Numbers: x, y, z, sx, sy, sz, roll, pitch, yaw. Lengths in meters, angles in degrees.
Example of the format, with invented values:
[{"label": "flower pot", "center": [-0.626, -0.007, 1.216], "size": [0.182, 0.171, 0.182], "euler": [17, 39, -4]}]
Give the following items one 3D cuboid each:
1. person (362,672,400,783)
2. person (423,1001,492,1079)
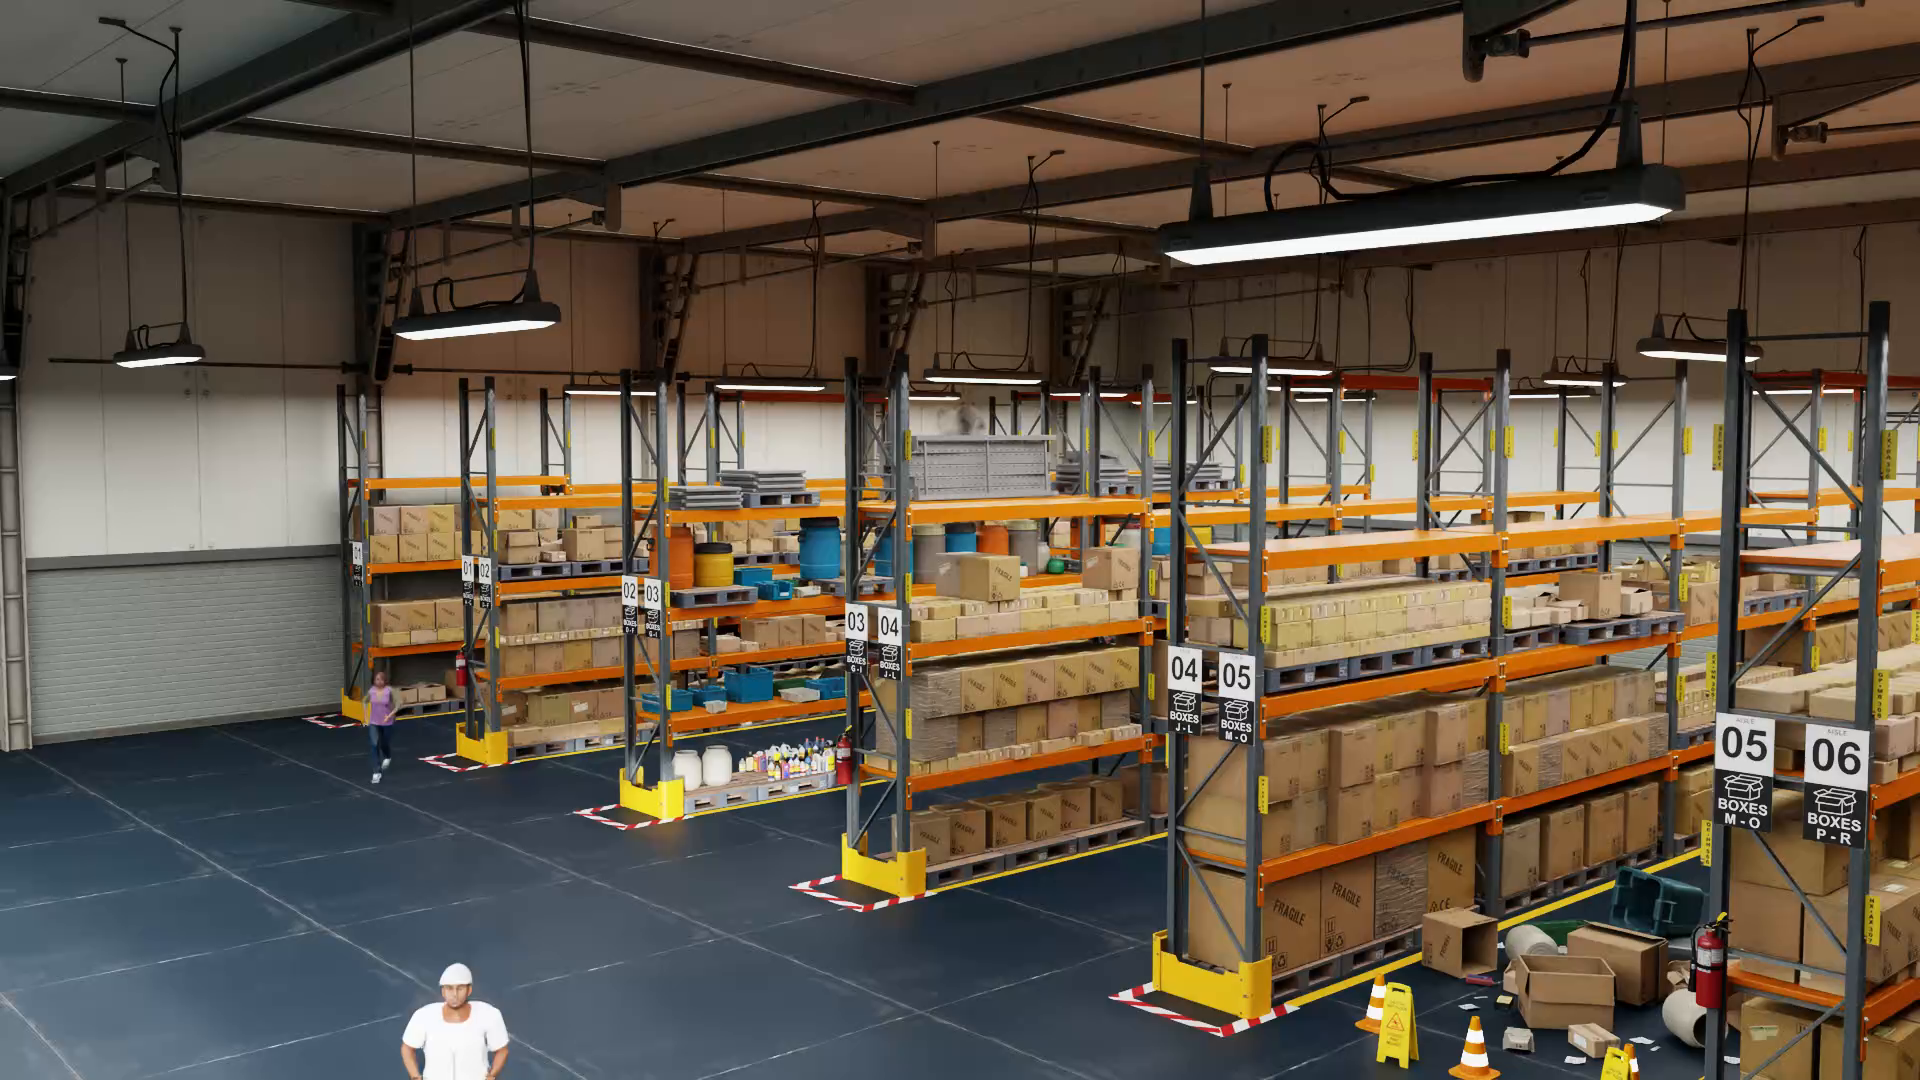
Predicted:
[{"label": "person", "center": [-8.619, 2.755, 24.776], "size": [0.559, 1.608, 0.823], "euler": [-1, 4, -11]}, {"label": "person", "center": [-3.243, 3.687, 10.745], "size": [0.442, 1.413, 0.483], "euler": [-1, 4, -15]}]
